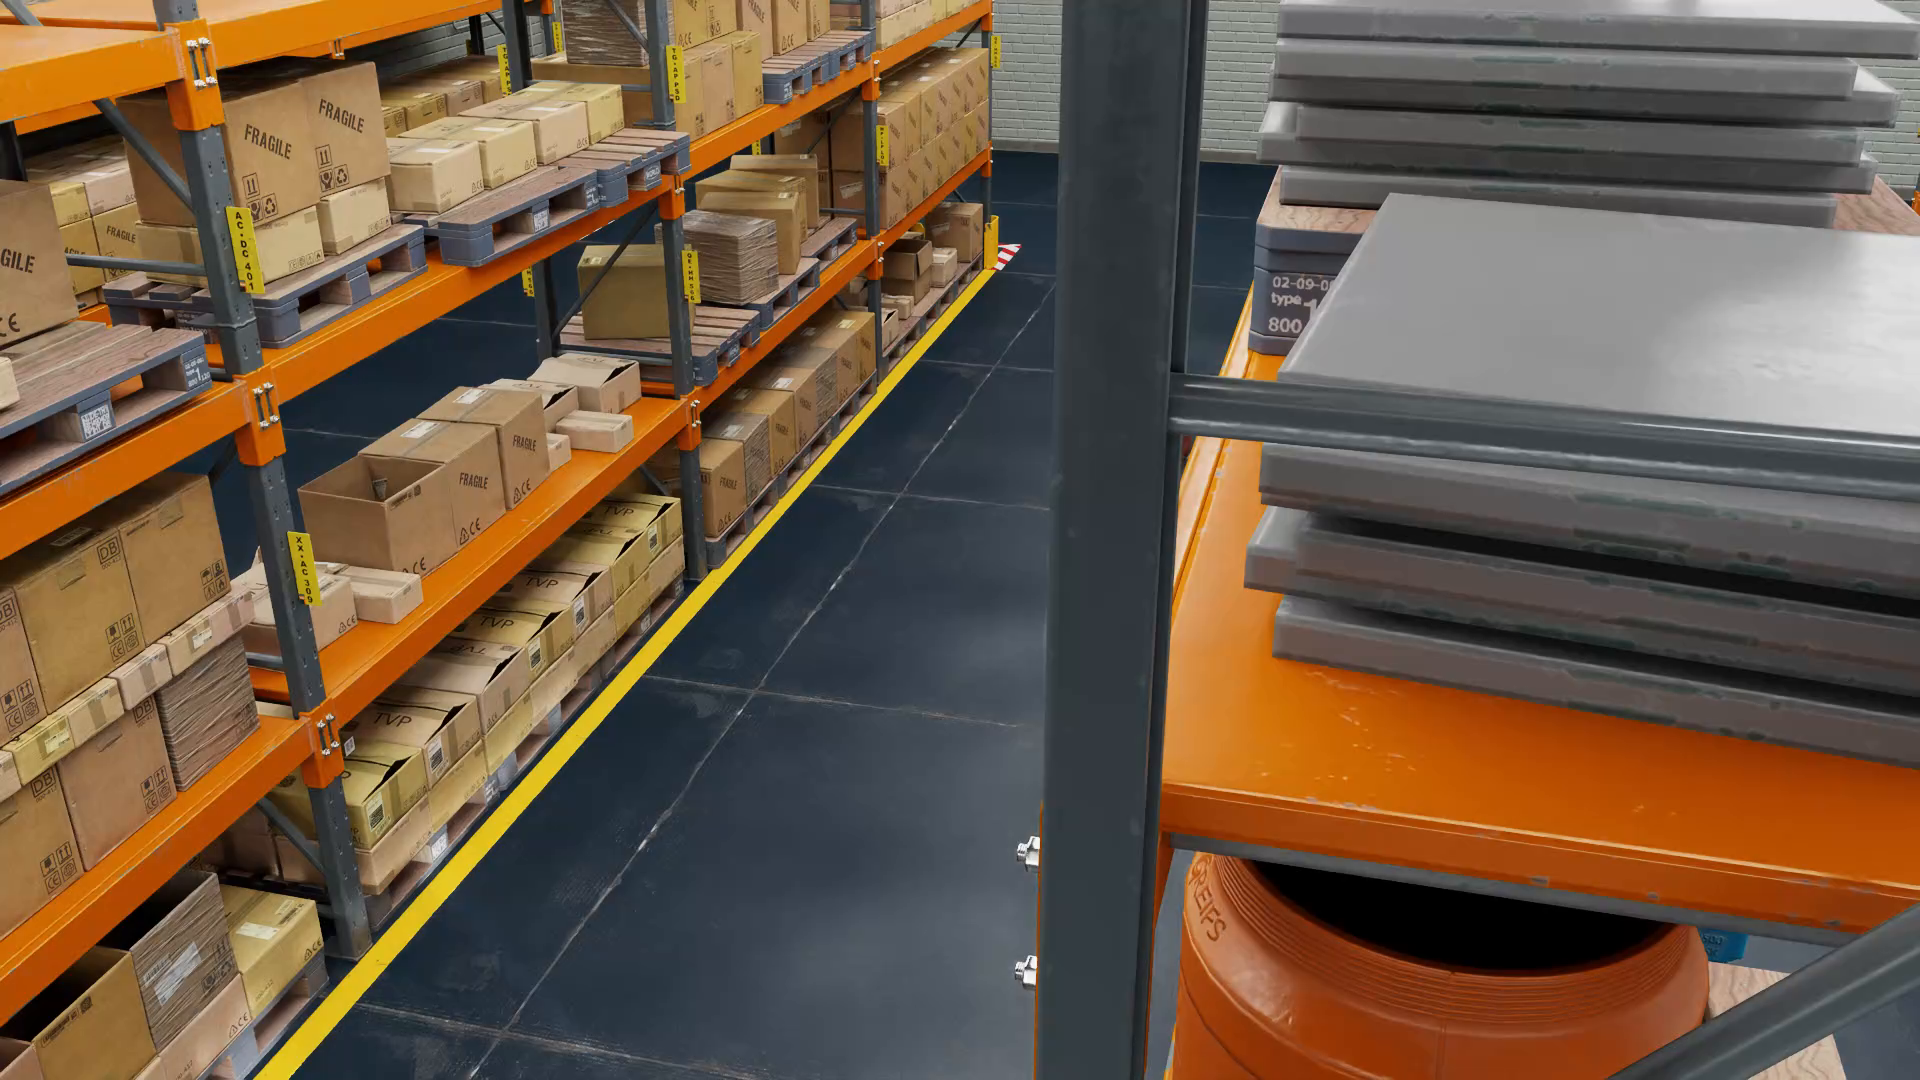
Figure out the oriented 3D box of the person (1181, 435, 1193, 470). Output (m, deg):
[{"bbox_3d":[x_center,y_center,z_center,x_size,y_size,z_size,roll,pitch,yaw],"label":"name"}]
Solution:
[{"bbox_3d":[1.204,-0.472,10.604,0.537,1.742,1.066,7,26,14],"label":"person"}]
